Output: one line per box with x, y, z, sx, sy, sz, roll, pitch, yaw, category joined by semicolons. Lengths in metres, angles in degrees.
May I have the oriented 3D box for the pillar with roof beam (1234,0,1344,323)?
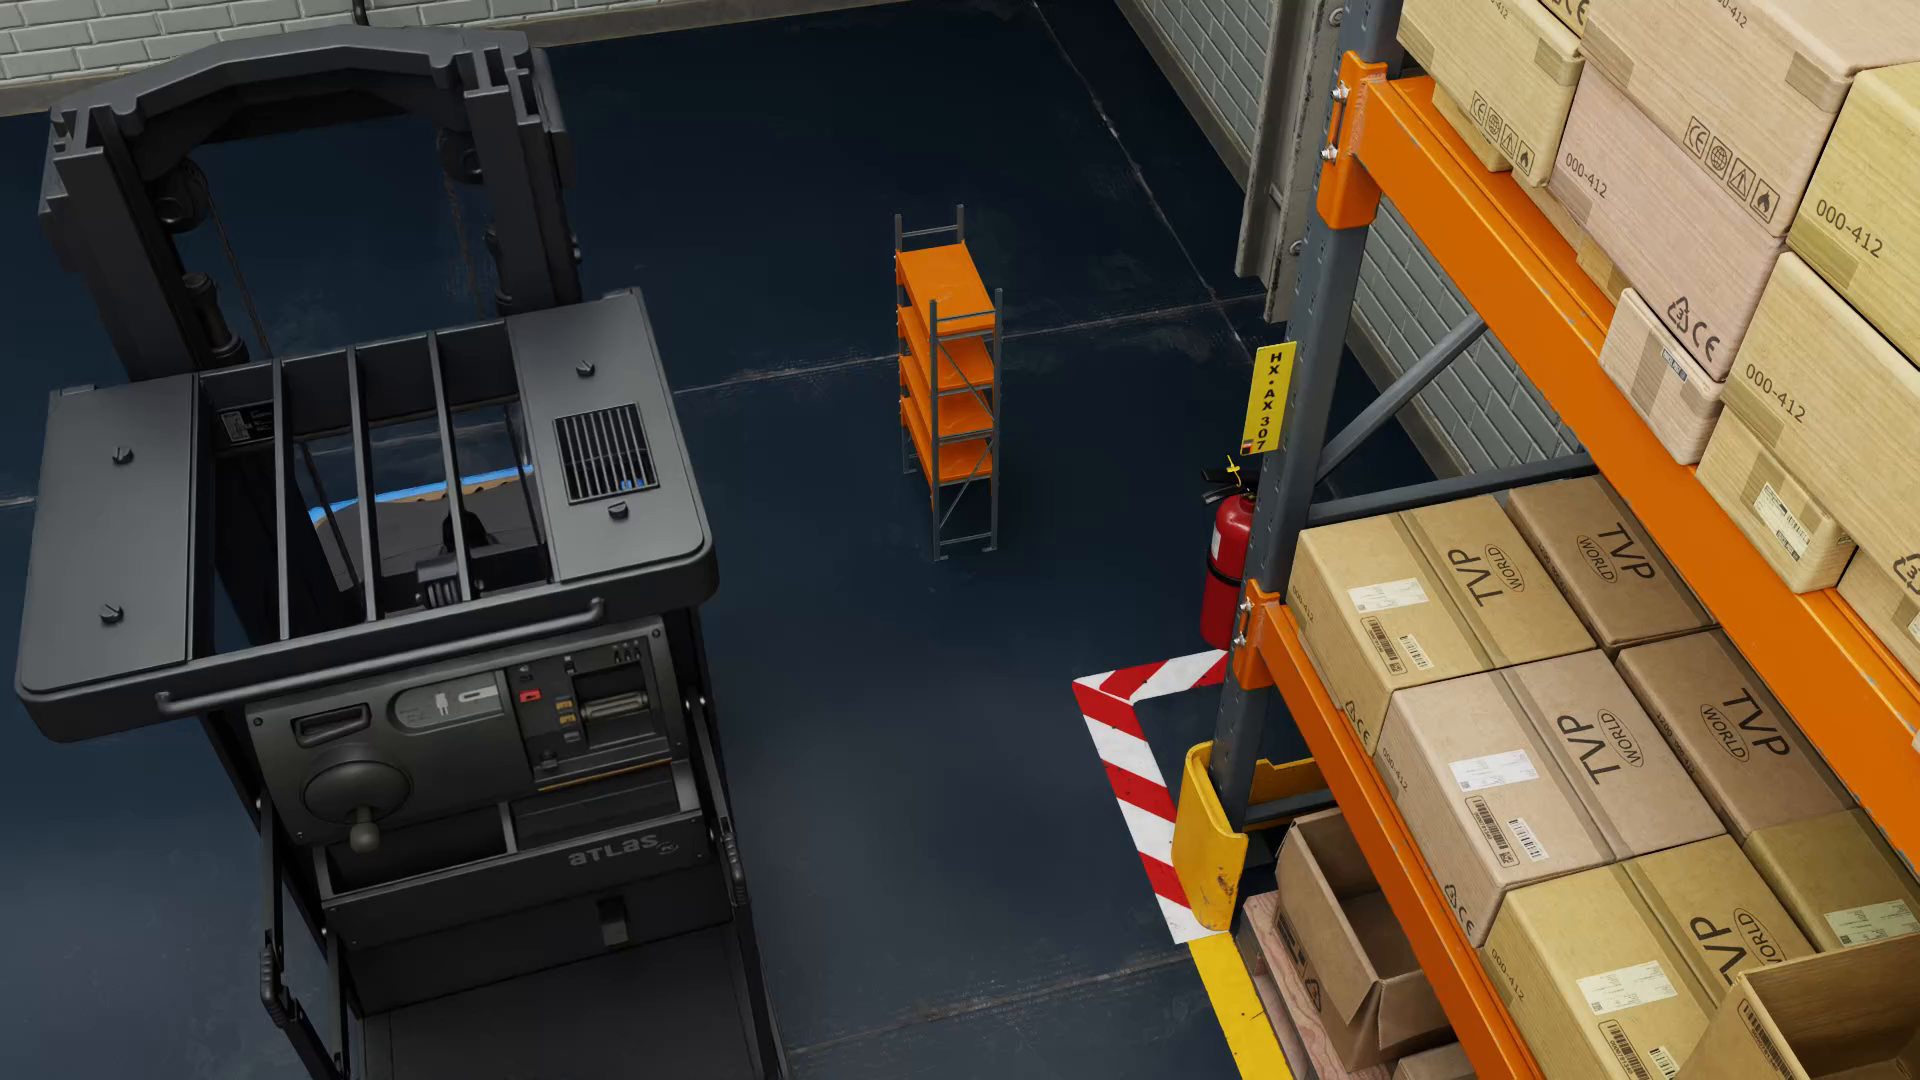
-2.738;-3.461;3.341;9.100;9.000;0.400;-11;47;-10;pillar with roof beam

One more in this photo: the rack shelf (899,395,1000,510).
-0.042;-0.348;6.123;0.258;0.148;0.480;-11;47;-10;rack shelf

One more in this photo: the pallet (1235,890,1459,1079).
1.467;1.457;4.675;1.003;0.211;1.213;-11;47;-10;pallet

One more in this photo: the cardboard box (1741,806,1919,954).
1.870;0.795;3.268;0.500;0.250;0.500;-9;46;-9;cardboard box

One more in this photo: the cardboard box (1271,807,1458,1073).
1.308;1.045;4.580;0.797;0.503;0.637;-12;47;-12;cardboard box

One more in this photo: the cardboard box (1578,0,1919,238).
1.225;-0.691;2.274;0.500;0.250;0.500;-11;47;-11;cardboard box

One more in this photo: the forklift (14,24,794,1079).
-1.052;0.542;3.666;1.130;2.935;3.031;-12;47;-12;forklift

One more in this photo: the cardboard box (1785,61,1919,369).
1.367;-0.347;1.936;0.500;0.250;0.500;-11;47;-11;cardboard box

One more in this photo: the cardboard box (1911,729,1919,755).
1.398;0.255;1.976;0.380;0.149;0.250;-11;47;-10;cardboard box

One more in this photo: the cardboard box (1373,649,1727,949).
1.228;0.537;3.520;0.500;0.250;0.500;-10;46;-10;cardboard box

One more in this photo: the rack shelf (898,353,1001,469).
-0.042;-0.487;5.982;0.258;0.148;0.480;-11;47;-10;rack shelf

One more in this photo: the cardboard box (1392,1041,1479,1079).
1.379;1.469;4.412;0.380;0.149;0.250;-12;47;-12;cardboard box

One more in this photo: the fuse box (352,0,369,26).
-2.953;-2.933;7.926;0.539;1.711;0.414;-11;47;-10;fuse box

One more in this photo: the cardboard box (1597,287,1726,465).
1.205;-0.274;2.494;0.380;0.149;0.250;-10;46;-9;cardboard box

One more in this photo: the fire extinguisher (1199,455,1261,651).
0.758;0.019;4.447;0.296;0.674;0.183;-11;47;-10;fire extinguisher

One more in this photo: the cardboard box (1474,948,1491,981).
1.278;0.771;3.570;0.380;0.149;0.250;-9;46;-9;cardboard box

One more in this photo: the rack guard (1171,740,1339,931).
1.262;0.806;5.111;1.175;0.500;0.348;-11;47;-10;rack guard

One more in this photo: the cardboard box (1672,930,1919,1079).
1.483;0.962;2.579;0.500;0.500;0.500;-10;46;-9;cardboard box

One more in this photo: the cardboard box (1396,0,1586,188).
1.092;-0.867;2.796;0.500;0.250;0.500;-11;47;-11;cardboard box

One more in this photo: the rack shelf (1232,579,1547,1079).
1.755;1.511;3.173;1.077;0.370;4.000;-11;47;-10;rack shelf

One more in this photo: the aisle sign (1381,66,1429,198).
0.941;-1.025;3.334;0.394;0.787;0.004;-11;47;-10;aisle sign

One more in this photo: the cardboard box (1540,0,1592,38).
1.113;-1.046;2.621;0.500;0.250;0.500;-11;47;-11;cardboard box

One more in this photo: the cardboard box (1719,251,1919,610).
1.361;-0.164;2.107;0.500;0.250;0.500;-12;47;-12;cardboard box

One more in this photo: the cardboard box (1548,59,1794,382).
1.242;-0.520;2.456;0.500;0.250;0.500;-10;46;-10;cardboard box

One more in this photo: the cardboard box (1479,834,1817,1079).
1.361;0.886;3.178;0.500;0.250;0.500;-12;47;-11;cardboard box

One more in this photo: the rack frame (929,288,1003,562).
0.020;-0.366;5.768;0.240;1.200;0.015;-11;47;-10;rack frame

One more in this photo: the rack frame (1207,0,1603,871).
1.243;-0.122;4.269;1.000;3.000;0.127;-11;47;-10;rack frame

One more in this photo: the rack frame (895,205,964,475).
-0.105;-0.703;6.099;0.240;1.200;0.015;-11;47;-10;rack frame

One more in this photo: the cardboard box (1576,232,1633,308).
1.241;-0.465;2.681;0.380;0.149;0.250;-11;47;-10;cardboard box

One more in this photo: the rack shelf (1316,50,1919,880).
1.755;0.461;2.102;1.077;0.370;4.000;-11;47;-10;rack shelf

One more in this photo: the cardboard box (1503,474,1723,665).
1.617;0.096;3.953;0.500;0.250;0.500;-9;46;-9;cardboard box

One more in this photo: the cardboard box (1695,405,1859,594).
1.279;-0.094;2.318;0.380;0.149;0.250;-11;47;-10;cardboard box

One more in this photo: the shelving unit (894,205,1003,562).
-0.042;-0.534;5.933;0.258;1.200;0.503;-11;47;-10;shelving unit

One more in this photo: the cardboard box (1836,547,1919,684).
1.402;0.065;2.162;0.380;0.149;0.250;-11;47;-11;cardboard box

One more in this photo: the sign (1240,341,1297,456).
0.718;-0.326;3.863;0.100;0.325;0.005;-11;47;-10;sign

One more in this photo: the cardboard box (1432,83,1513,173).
1.099;-0.821;3.030;0.380;0.149;0.250;-10;46;-9;cardboard box

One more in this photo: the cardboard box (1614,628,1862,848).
1.748;0.452;3.604;0.500;0.250;0.500;-11;47;-10;cardboard box

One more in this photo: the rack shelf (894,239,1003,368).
-0.042;-0.809;5.653;0.258;0.148;0.480;-11;47;-10;rack shelf

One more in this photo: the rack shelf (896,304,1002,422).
-0.042;-0.644;5.822;0.258;0.148;0.480;-11;47;-10;rack shelf

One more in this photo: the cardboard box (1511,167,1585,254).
1.192;-0.645;2.858;0.380;0.149;0.250;-10;46;-10;cardboard box

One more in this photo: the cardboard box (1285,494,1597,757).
1.098;0.189;3.861;0.500;0.250;0.500;-10;47;-10;cardboard box

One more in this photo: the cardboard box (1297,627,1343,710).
1.061;0.243;4.087;0.380;0.149;0.250;-11;47;-11;cardboard box
